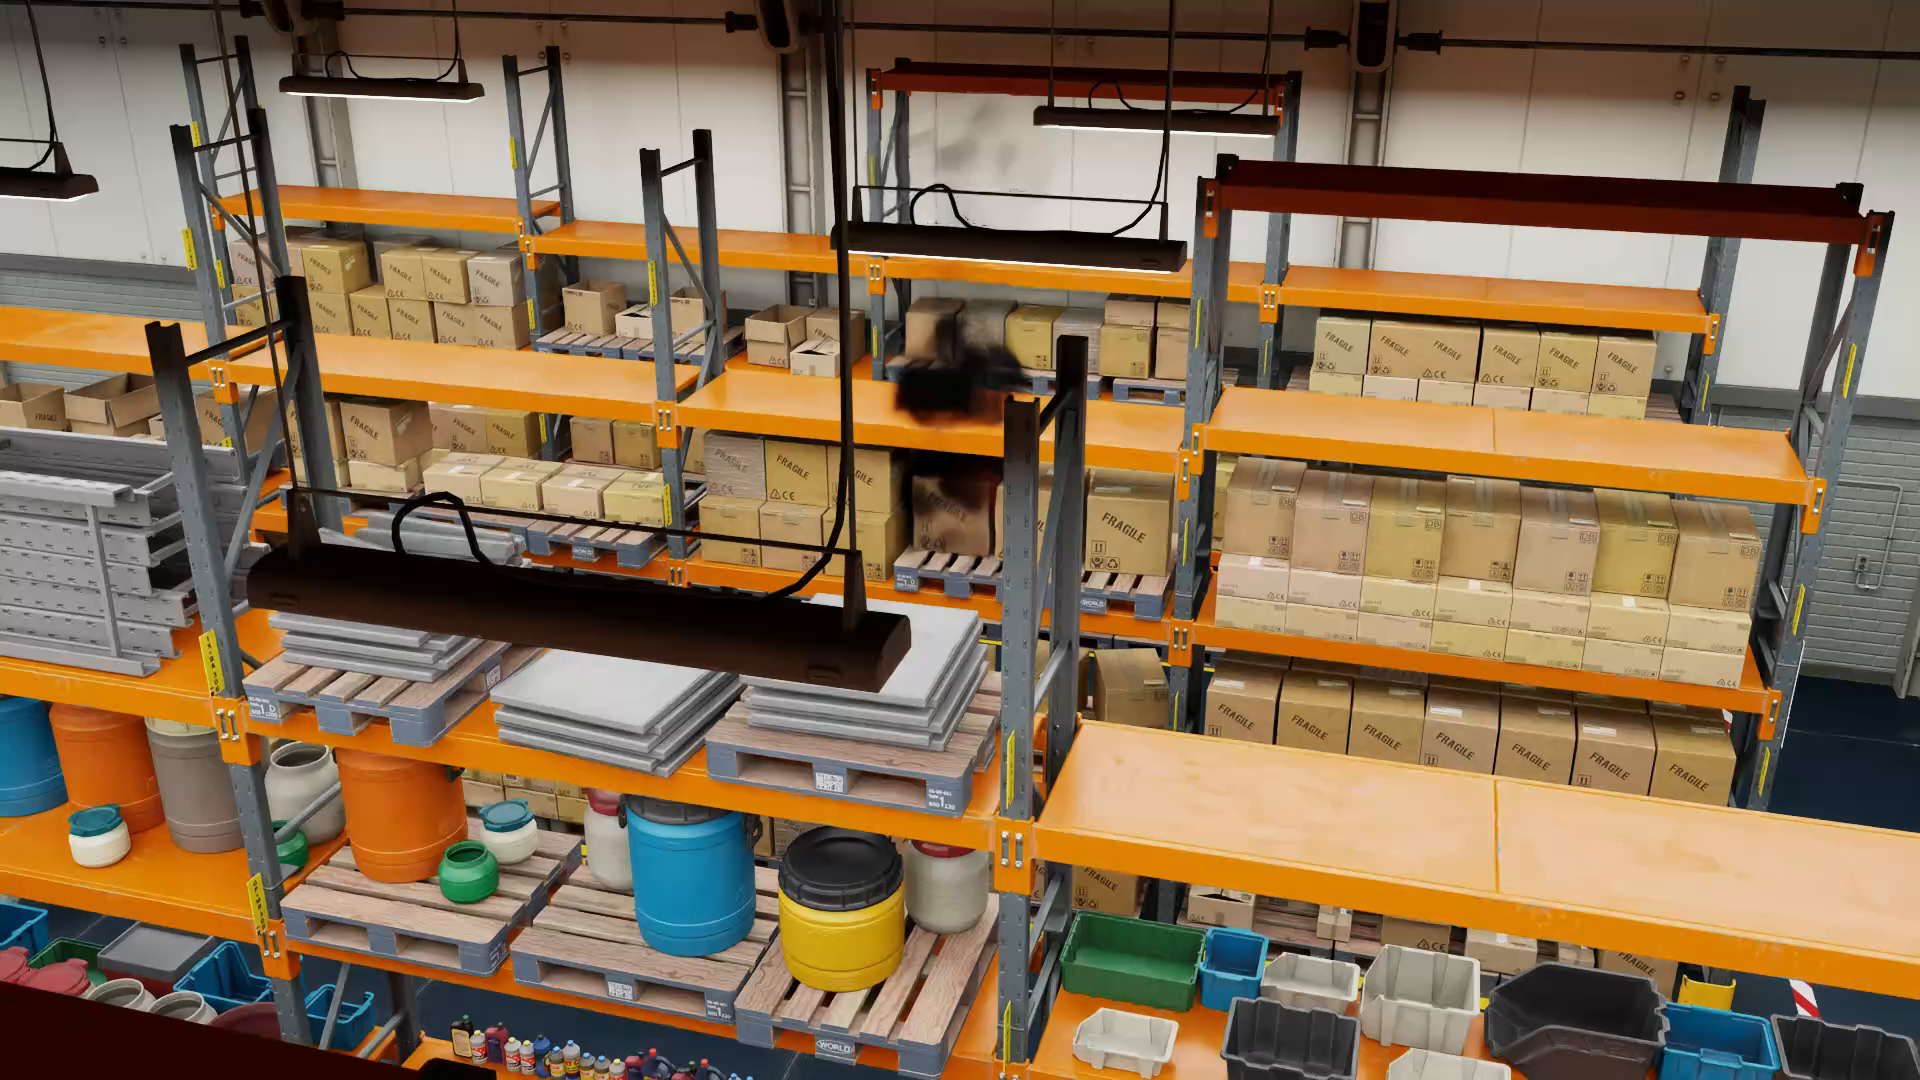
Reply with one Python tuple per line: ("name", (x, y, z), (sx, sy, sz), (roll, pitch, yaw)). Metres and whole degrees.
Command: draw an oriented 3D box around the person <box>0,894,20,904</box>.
("person", (-7.682, 2.308, 13.221), (0.557, 1.535, 0.534), (-1, 23, -2))
